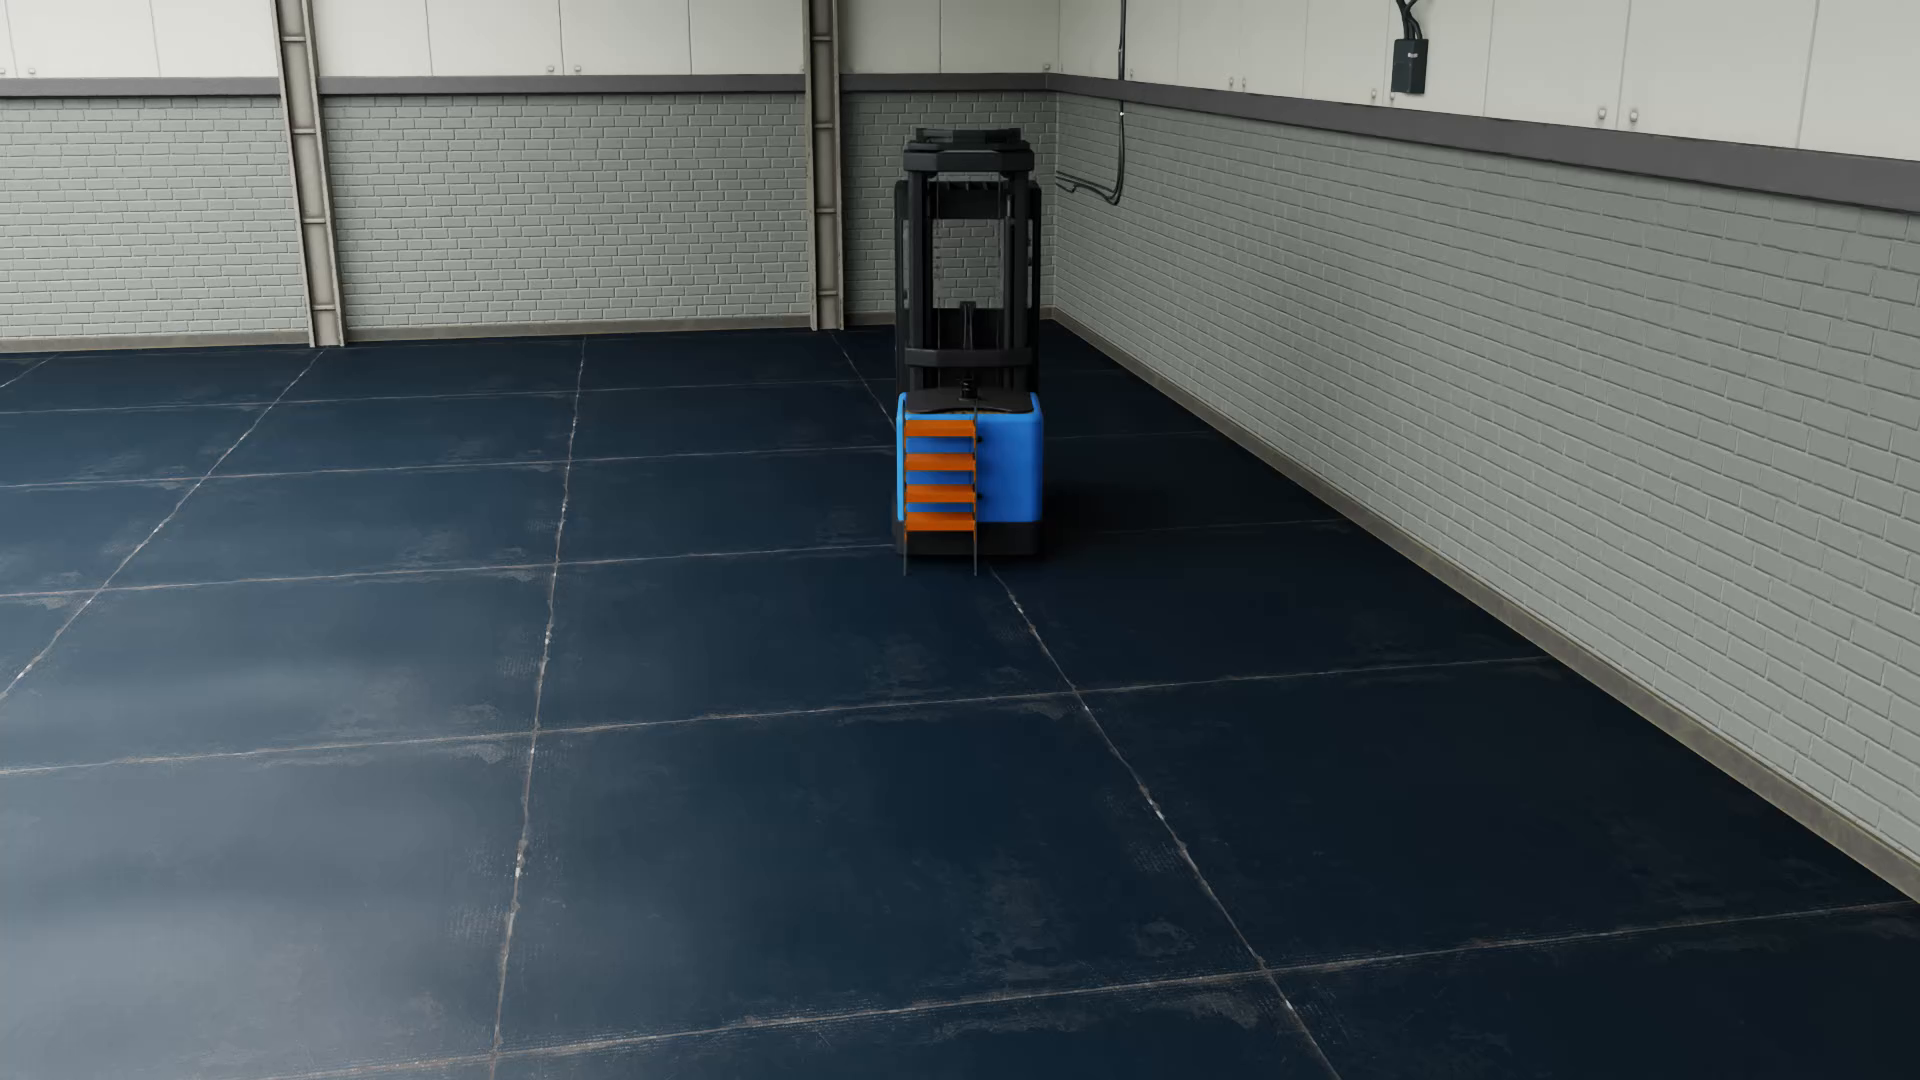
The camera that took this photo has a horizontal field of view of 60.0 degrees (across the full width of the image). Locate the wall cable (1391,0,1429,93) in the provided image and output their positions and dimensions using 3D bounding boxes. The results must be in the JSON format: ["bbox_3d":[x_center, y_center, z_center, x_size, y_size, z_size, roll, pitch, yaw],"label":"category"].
[{"bbox_3d":[3.249,-5.657,9.612,0.169,6.003,2.305,-3,17,-10],"label":"wall cable"}]

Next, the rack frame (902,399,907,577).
[{"bbox_3d":[-0.381,-0.352,11.414,0.015,1.200,0.240,0,17,-1],"label":"rack frame"}]

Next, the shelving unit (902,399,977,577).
[{"bbox_3d":[-0.137,-0.353,11.417,0.503,1.200,0.258,0,17,-1],"label":"shelving unit"}]

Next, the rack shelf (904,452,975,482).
[{"bbox_3d":[-0.137,-0.502,11.371,0.480,0.148,0.258,0,17,-1],"label":"rack shelf"}]

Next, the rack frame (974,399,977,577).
[{"bbox_3d":[0.107,-0.354,11.420,0.015,1.200,0.240,0,17,-1],"label":"rack frame"}]

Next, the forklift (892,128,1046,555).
[{"bbox_3d":[0.053,-1.669,12.755,1.130,2.935,3.031,0,17,-1],"label":"forklift"}]

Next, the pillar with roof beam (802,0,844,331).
[{"bbox_3d":[-0.863,-5.745,15.691,0.400,9.000,9.100,-3,17,-10],"label":"pillar with roof beam"}]

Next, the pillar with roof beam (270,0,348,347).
[{"bbox_3d":[-6.754,-5.411,14.603,0.400,9.000,9.100,-3,17,-10],"label":"pillar with roof beam"}]

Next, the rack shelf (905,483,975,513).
[{"bbox_3d":[-0.137,-0.289,11.437,0.480,0.148,0.258,0,17,-1],"label":"rack shelf"}]

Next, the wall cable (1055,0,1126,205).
[{"bbox_3d":[1.464,-5.285,19.481,0.112,2.526,3.097,-3,17,-10],"label":"wall cable"}]

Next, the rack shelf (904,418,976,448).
[{"bbox_3d":[-0.137,-0.729,11.302,0.480,0.148,0.258,0,17,-1],"label":"rack shelf"}]

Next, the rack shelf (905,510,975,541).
[{"bbox_3d":[-0.137,-0.099,11.495,0.480,0.148,0.258,0,17,-1],"label":"rack shelf"}]
